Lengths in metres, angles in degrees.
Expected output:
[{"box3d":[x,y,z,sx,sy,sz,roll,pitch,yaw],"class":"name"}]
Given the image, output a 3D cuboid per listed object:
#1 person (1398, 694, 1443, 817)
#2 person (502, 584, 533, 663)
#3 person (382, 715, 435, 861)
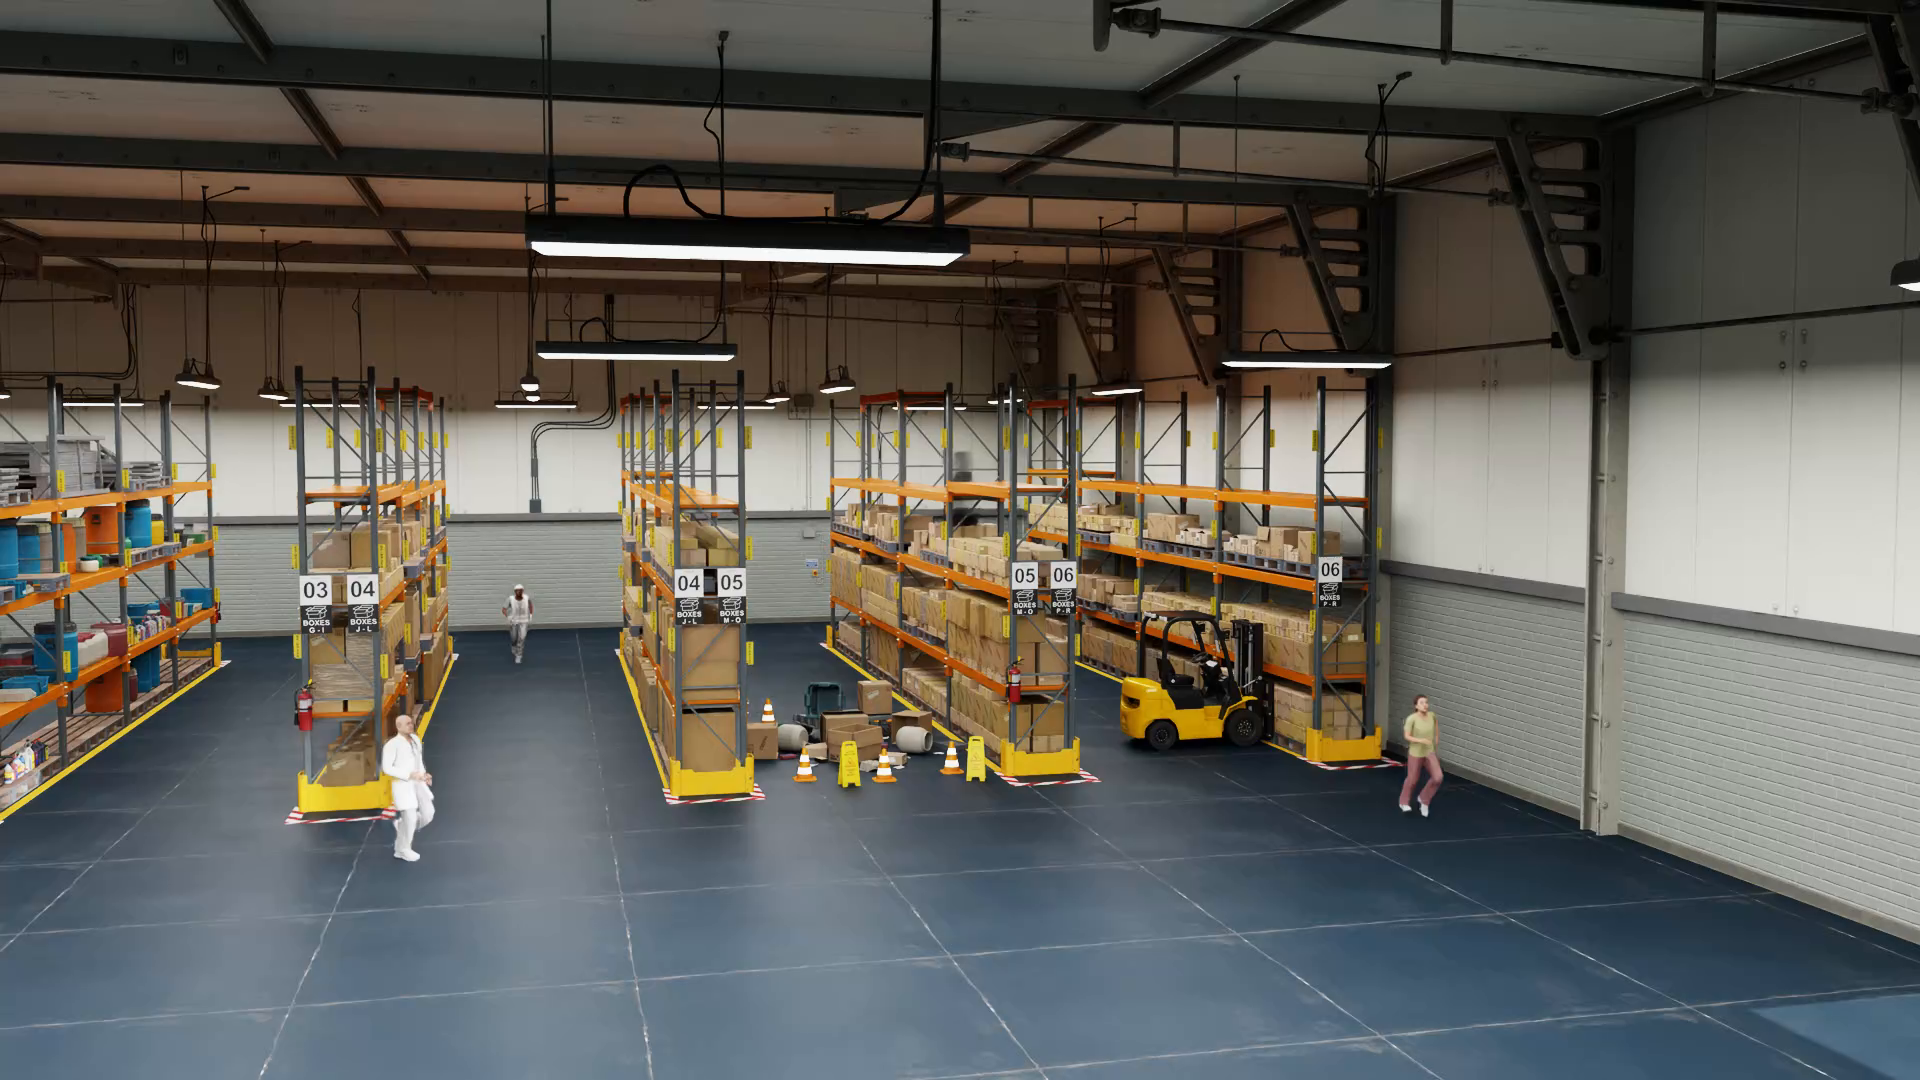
[{"box3d":[6.129,2.845,22.047,0.589,1.628,0.809,-1,3,-10],"class":"person"},{"box3d":[-10.031,1.881,37.760,0.706,1.766,0.895,-1,4,-23],"class":"person"},{"box3d":[-6.578,2.954,19.857,0.632,1.736,0.706,2,4,24],"class":"person"}]
